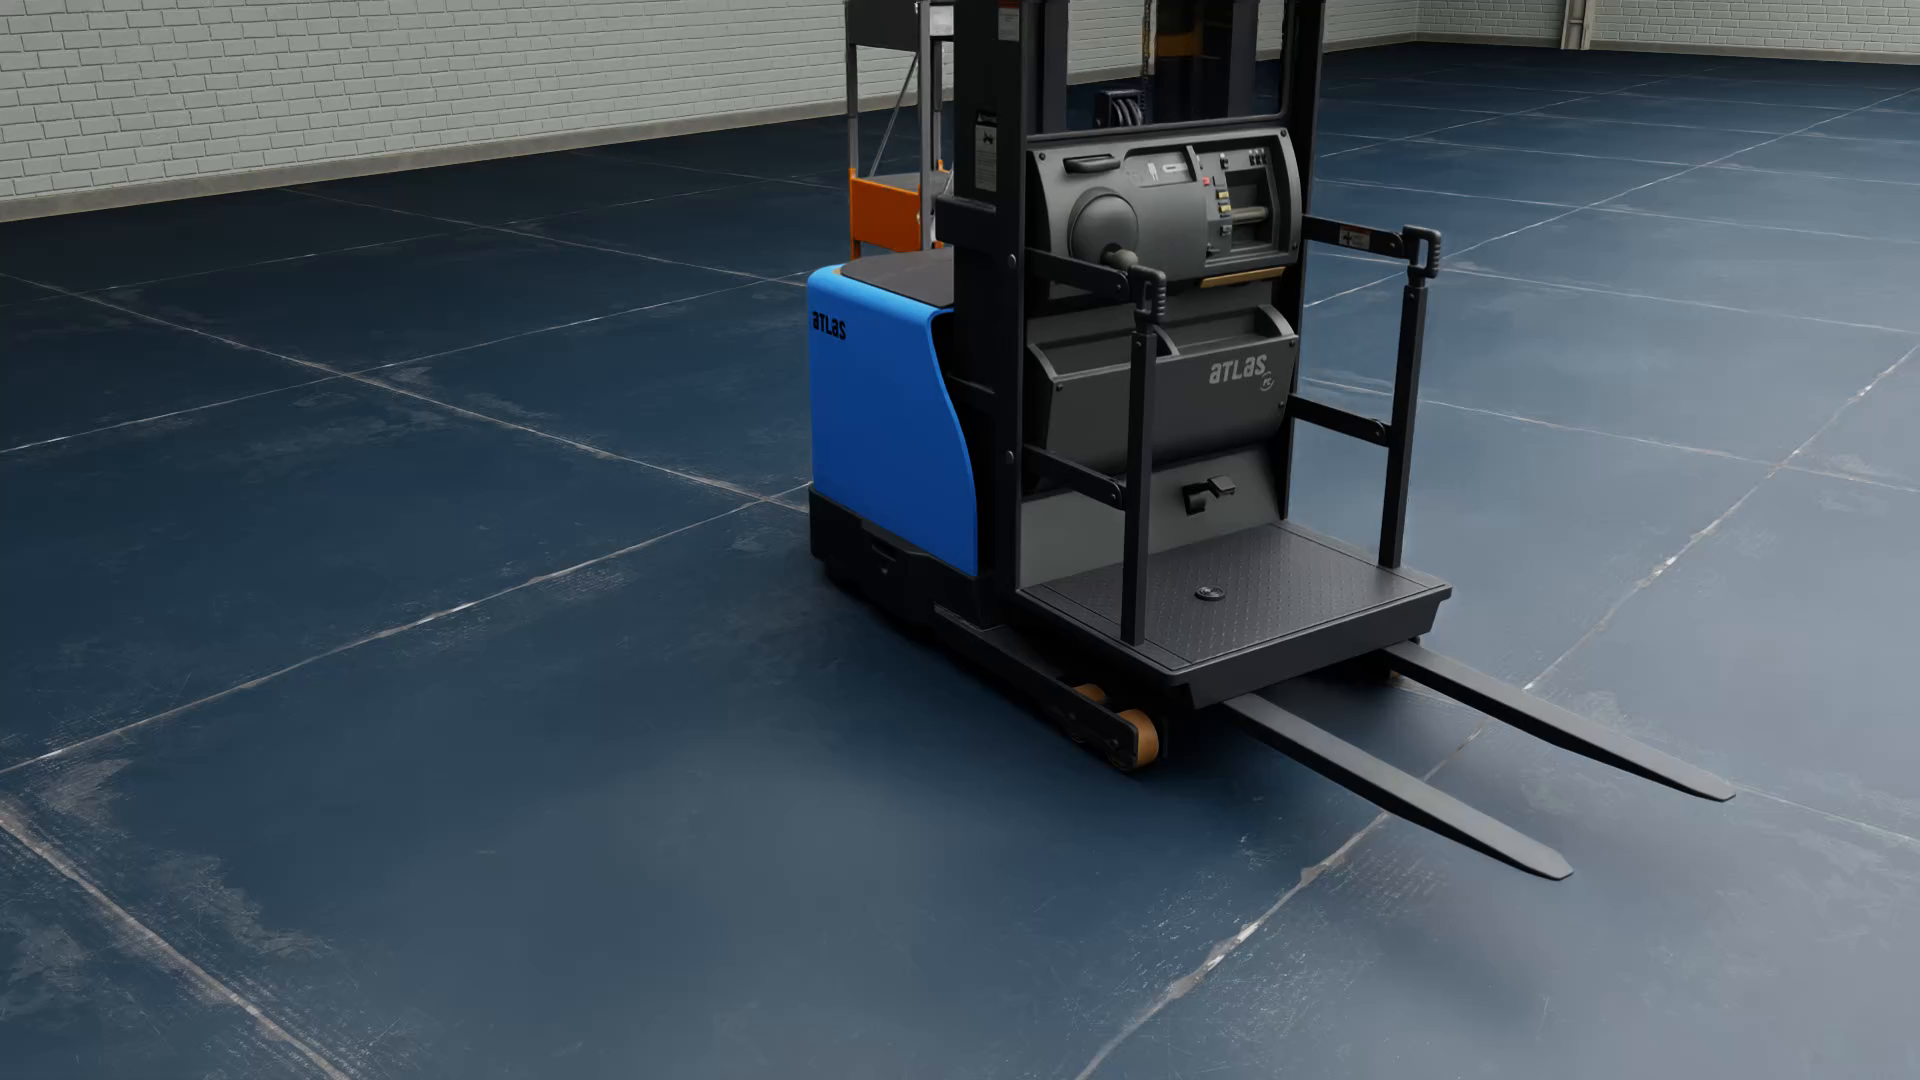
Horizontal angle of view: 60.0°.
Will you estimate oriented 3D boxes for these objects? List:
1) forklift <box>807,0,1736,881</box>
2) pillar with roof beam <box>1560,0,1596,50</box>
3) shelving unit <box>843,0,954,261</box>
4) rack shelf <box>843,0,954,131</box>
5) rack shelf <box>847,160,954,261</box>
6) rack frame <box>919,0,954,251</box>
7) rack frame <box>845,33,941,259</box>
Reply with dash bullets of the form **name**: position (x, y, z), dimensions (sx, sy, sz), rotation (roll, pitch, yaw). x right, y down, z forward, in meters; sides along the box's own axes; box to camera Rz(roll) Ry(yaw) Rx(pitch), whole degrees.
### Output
- **forklift**: position (0.717, -0.937, 4.500), dimensions (1.130, 2.935, 3.031), rotation (-13, 25, -32)
- **pillar with roof beam**: position (7.781, -11.417, 23.691), dimensions (0.400, 9.000, 9.100), rotation (16, 26, 36)
- **shelving unit**: position (-0.106, -1.110, 6.137), dimensions (0.431, 2.100, 0.503), rotation (-13, 25, -32)
- **rack shelf**: position (-0.106, -1.753, 5.895), dimensions (0.431, 0.518, 0.480), rotation (-13, 25, -32)
- **rack shelf**: position (-0.106, -1.098, 6.142), dimensions (0.431, 0.518, 0.480), rotation (-13, 25, -32)
- **rack frame**: position (0.031, -1.039, 5.948), dimensions (0.400, 2.100, 0.015), rotation (-13, 25, -32)
- **rack frame**: position (-0.243, -1.182, 6.326), dimensions (0.400, 2.100, 0.015), rotation (-13, 25, -32)
